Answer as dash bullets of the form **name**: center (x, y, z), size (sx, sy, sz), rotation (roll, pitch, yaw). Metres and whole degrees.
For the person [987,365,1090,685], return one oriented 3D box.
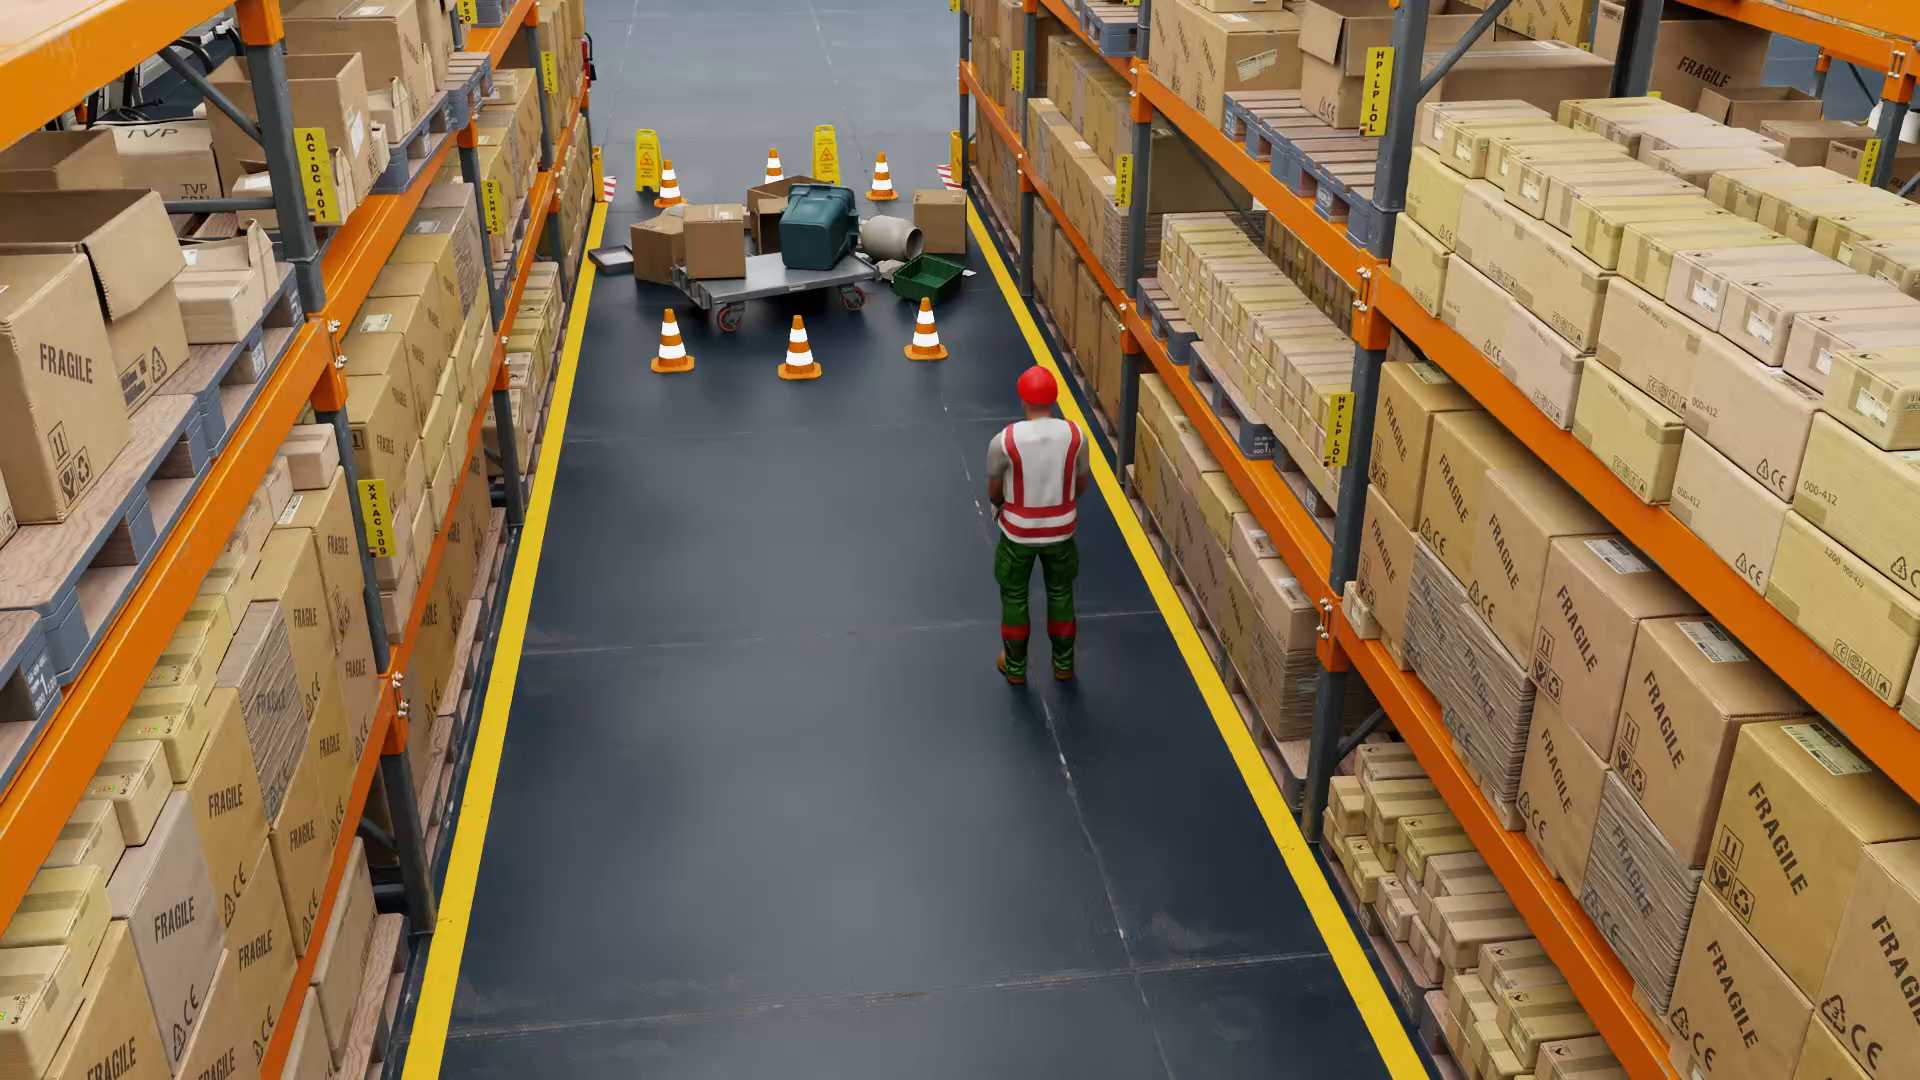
- **person**: center (0.392, -0.083, 8.750), size (0.533, 1.793, 0.474), rotation (-4, 27, -7)
